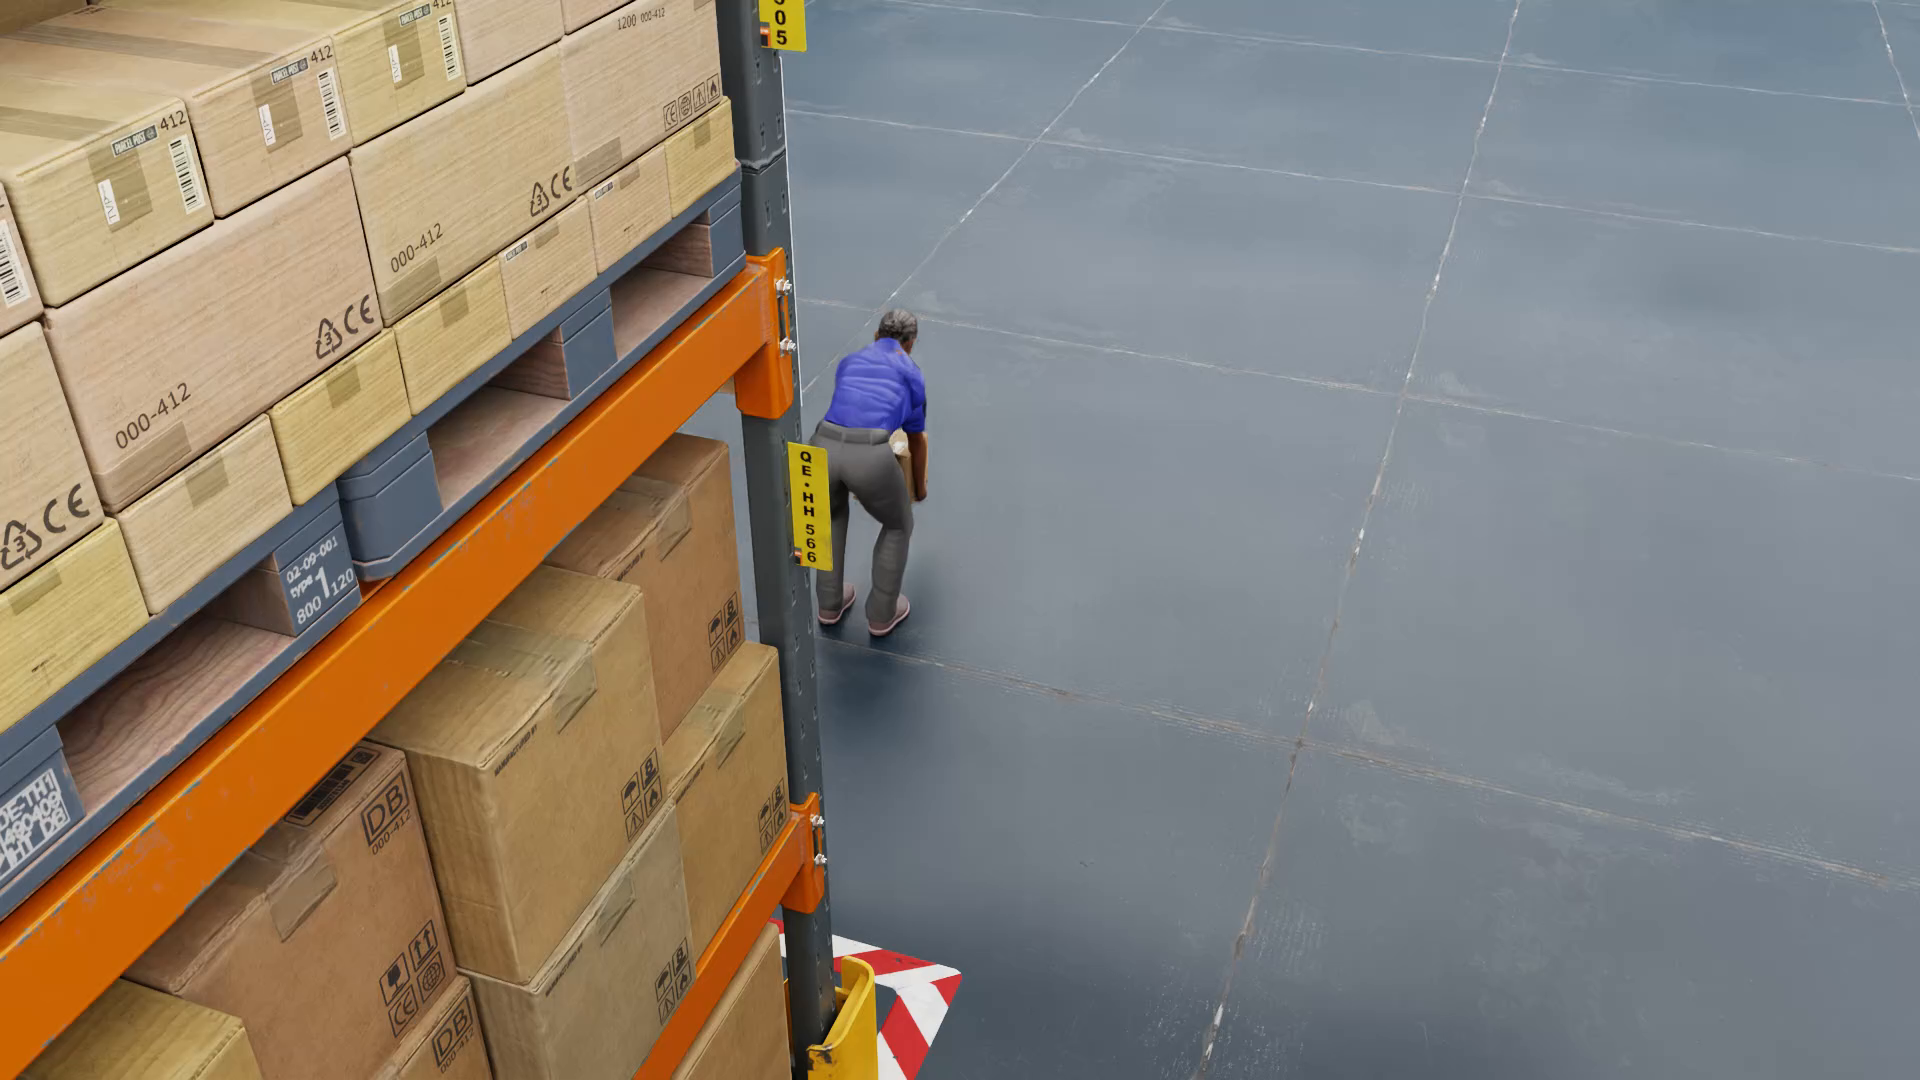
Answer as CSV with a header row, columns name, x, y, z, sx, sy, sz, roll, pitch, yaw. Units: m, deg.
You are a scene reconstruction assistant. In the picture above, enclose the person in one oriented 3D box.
name,x,y,z,sx,sy,sz,roll,pitch,yaw
person,-0.353,-0.284,6.996,0.413,1.201,0.844,10,35,15
